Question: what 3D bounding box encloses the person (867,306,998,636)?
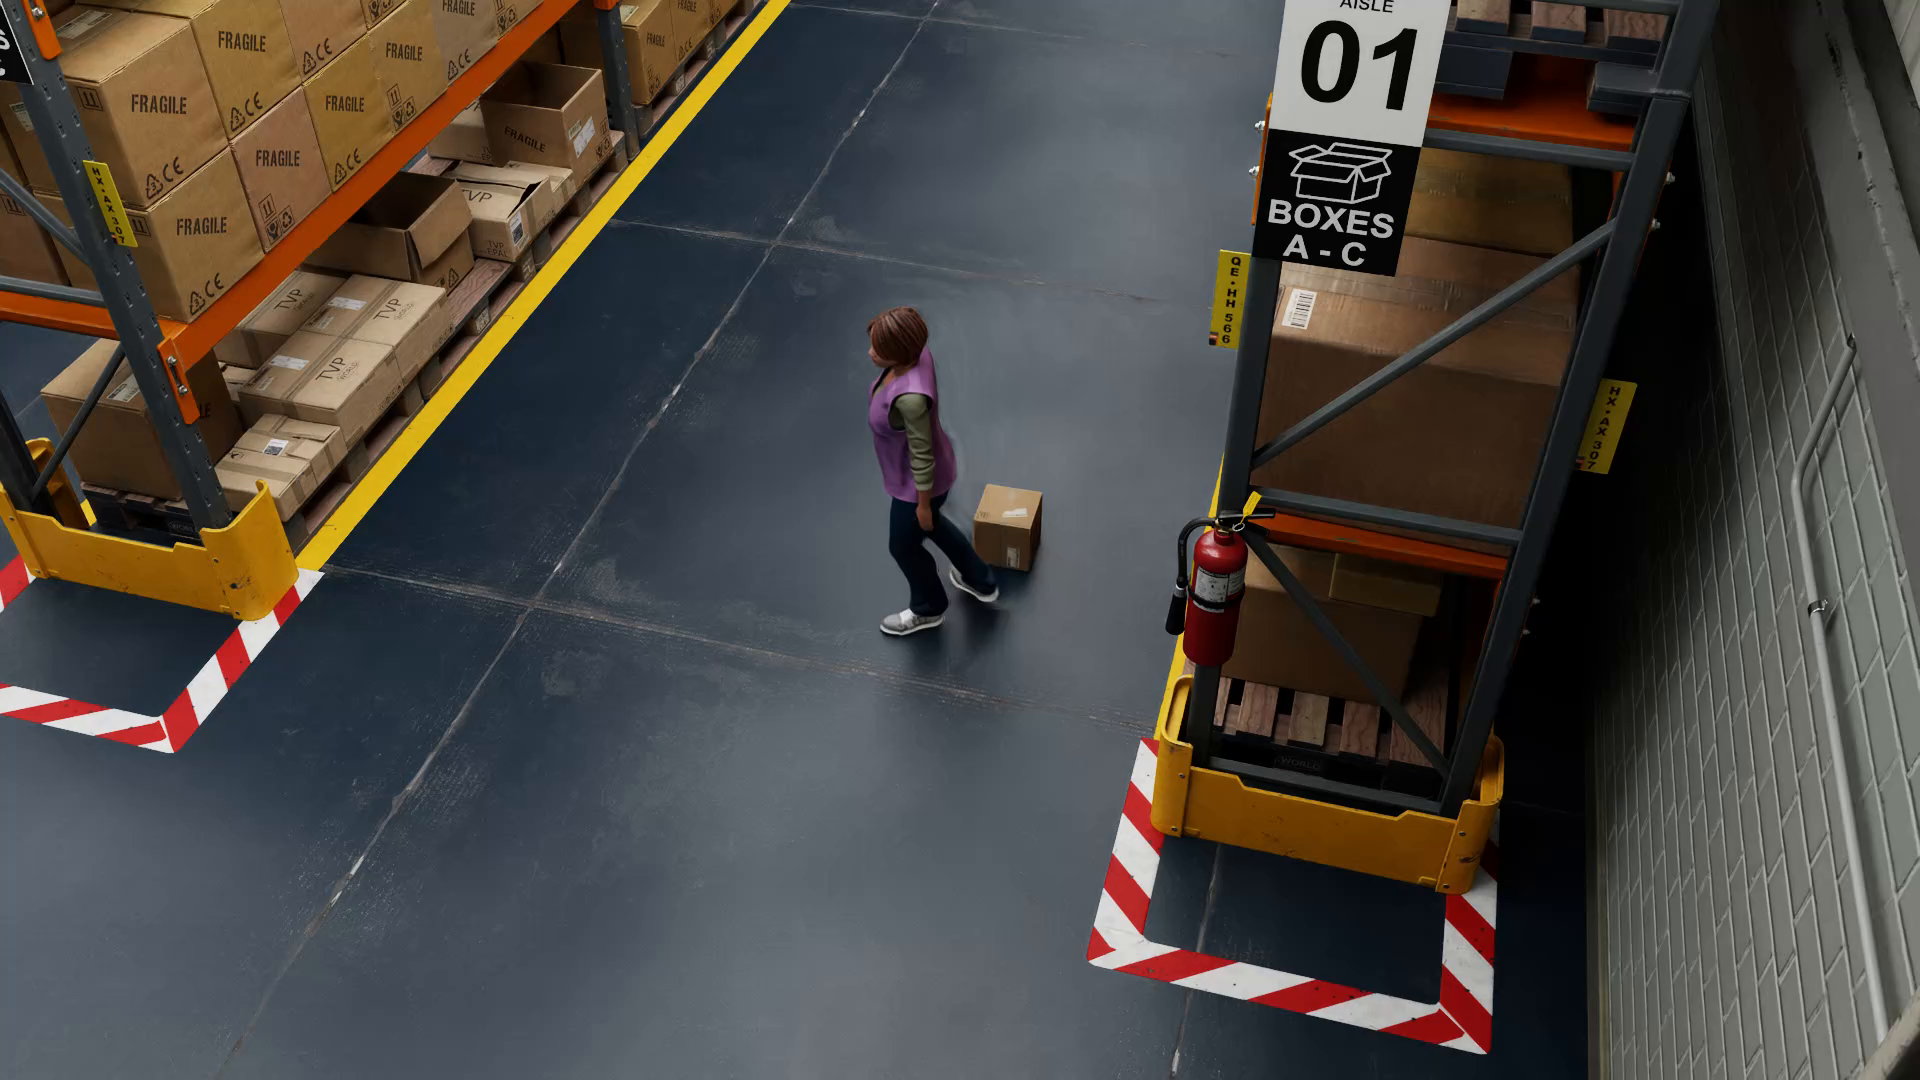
[{"bbox_3d":[-0.093,-0.256,6.456,0.508,1.586,0.470,0,42,0],"label":"person"}]
